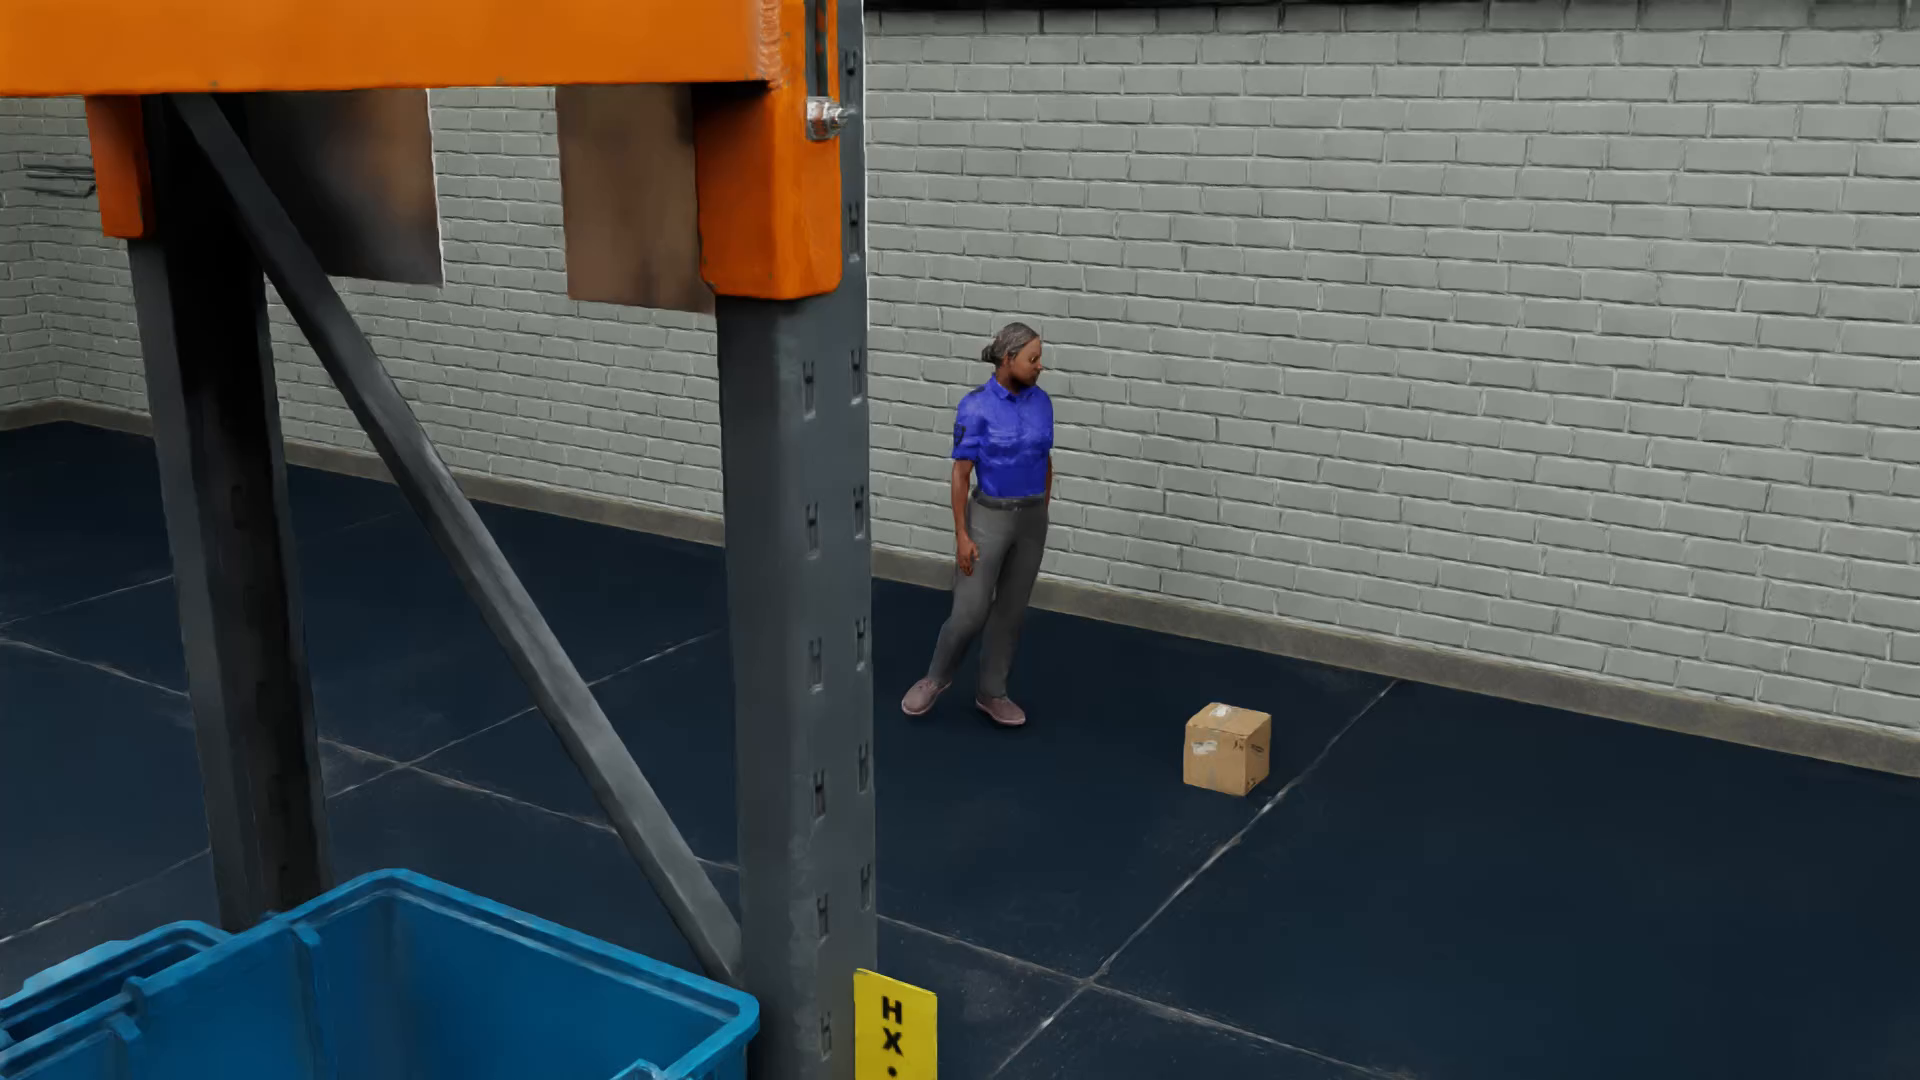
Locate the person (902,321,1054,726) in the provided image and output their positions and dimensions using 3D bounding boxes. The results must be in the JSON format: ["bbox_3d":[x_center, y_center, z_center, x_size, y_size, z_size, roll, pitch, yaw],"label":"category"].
[{"bbox_3d":[0.090,-0.048,6.672,0.637,1.638,0.433,-9,19,-28],"label":"person"}]
